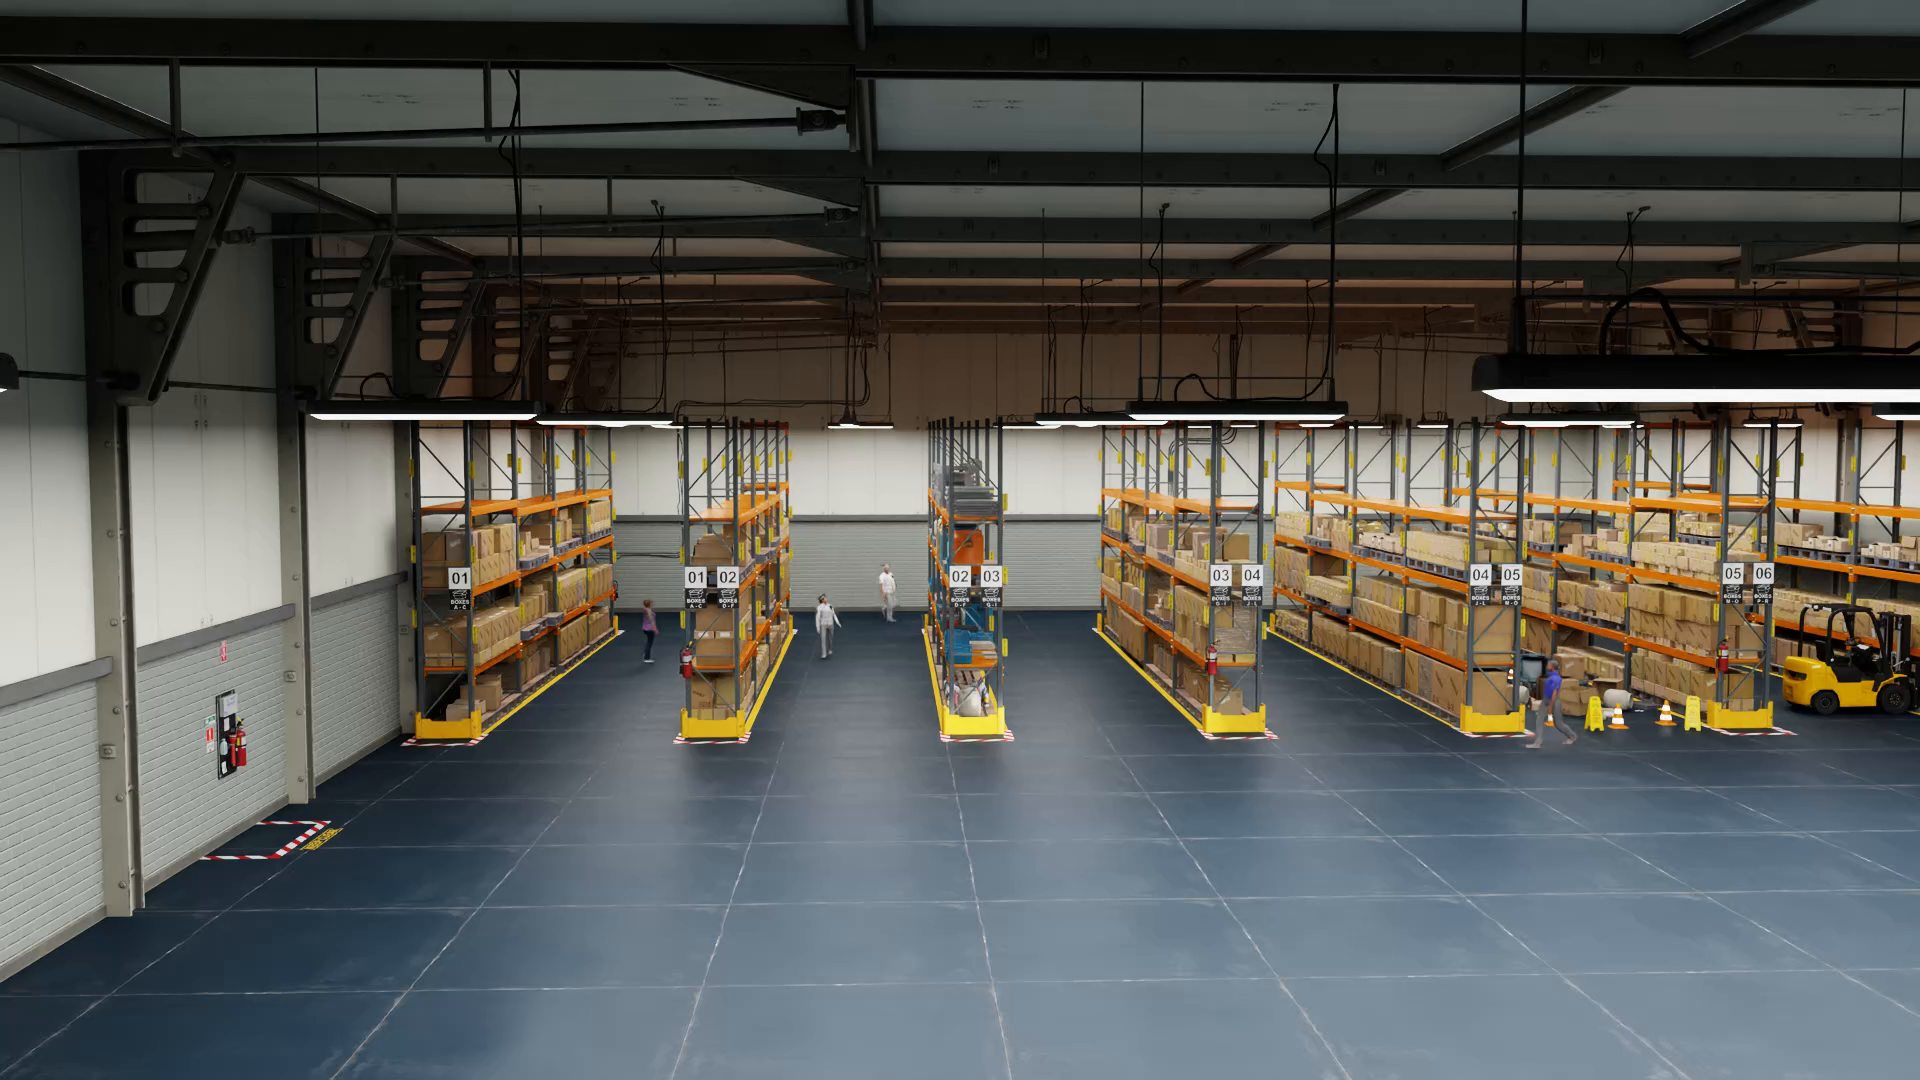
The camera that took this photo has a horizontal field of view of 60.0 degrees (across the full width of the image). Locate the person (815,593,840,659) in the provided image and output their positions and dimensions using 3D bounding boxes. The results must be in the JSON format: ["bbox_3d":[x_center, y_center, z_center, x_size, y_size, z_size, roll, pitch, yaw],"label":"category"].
[{"bbox_3d":[-3.344,2.159,42.000,0.627,1.645,0.947,0,4,-4],"label":"person"}]

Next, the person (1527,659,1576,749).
[{"bbox_3d":[10.671,2.951,29.954,0.860,1.626,0.429,-2,4,-29],"label":"person"}]

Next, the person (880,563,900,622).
[{"bbox_3d":[-2.142,1.575,50.196,0.531,1.761,0.572,2,4,26],"label":"person"}]

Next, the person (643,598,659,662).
[{"bbox_3d":[-7.653,2.245,41.097,0.465,1.621,0.452,4,5,44],"label":"person"}]
